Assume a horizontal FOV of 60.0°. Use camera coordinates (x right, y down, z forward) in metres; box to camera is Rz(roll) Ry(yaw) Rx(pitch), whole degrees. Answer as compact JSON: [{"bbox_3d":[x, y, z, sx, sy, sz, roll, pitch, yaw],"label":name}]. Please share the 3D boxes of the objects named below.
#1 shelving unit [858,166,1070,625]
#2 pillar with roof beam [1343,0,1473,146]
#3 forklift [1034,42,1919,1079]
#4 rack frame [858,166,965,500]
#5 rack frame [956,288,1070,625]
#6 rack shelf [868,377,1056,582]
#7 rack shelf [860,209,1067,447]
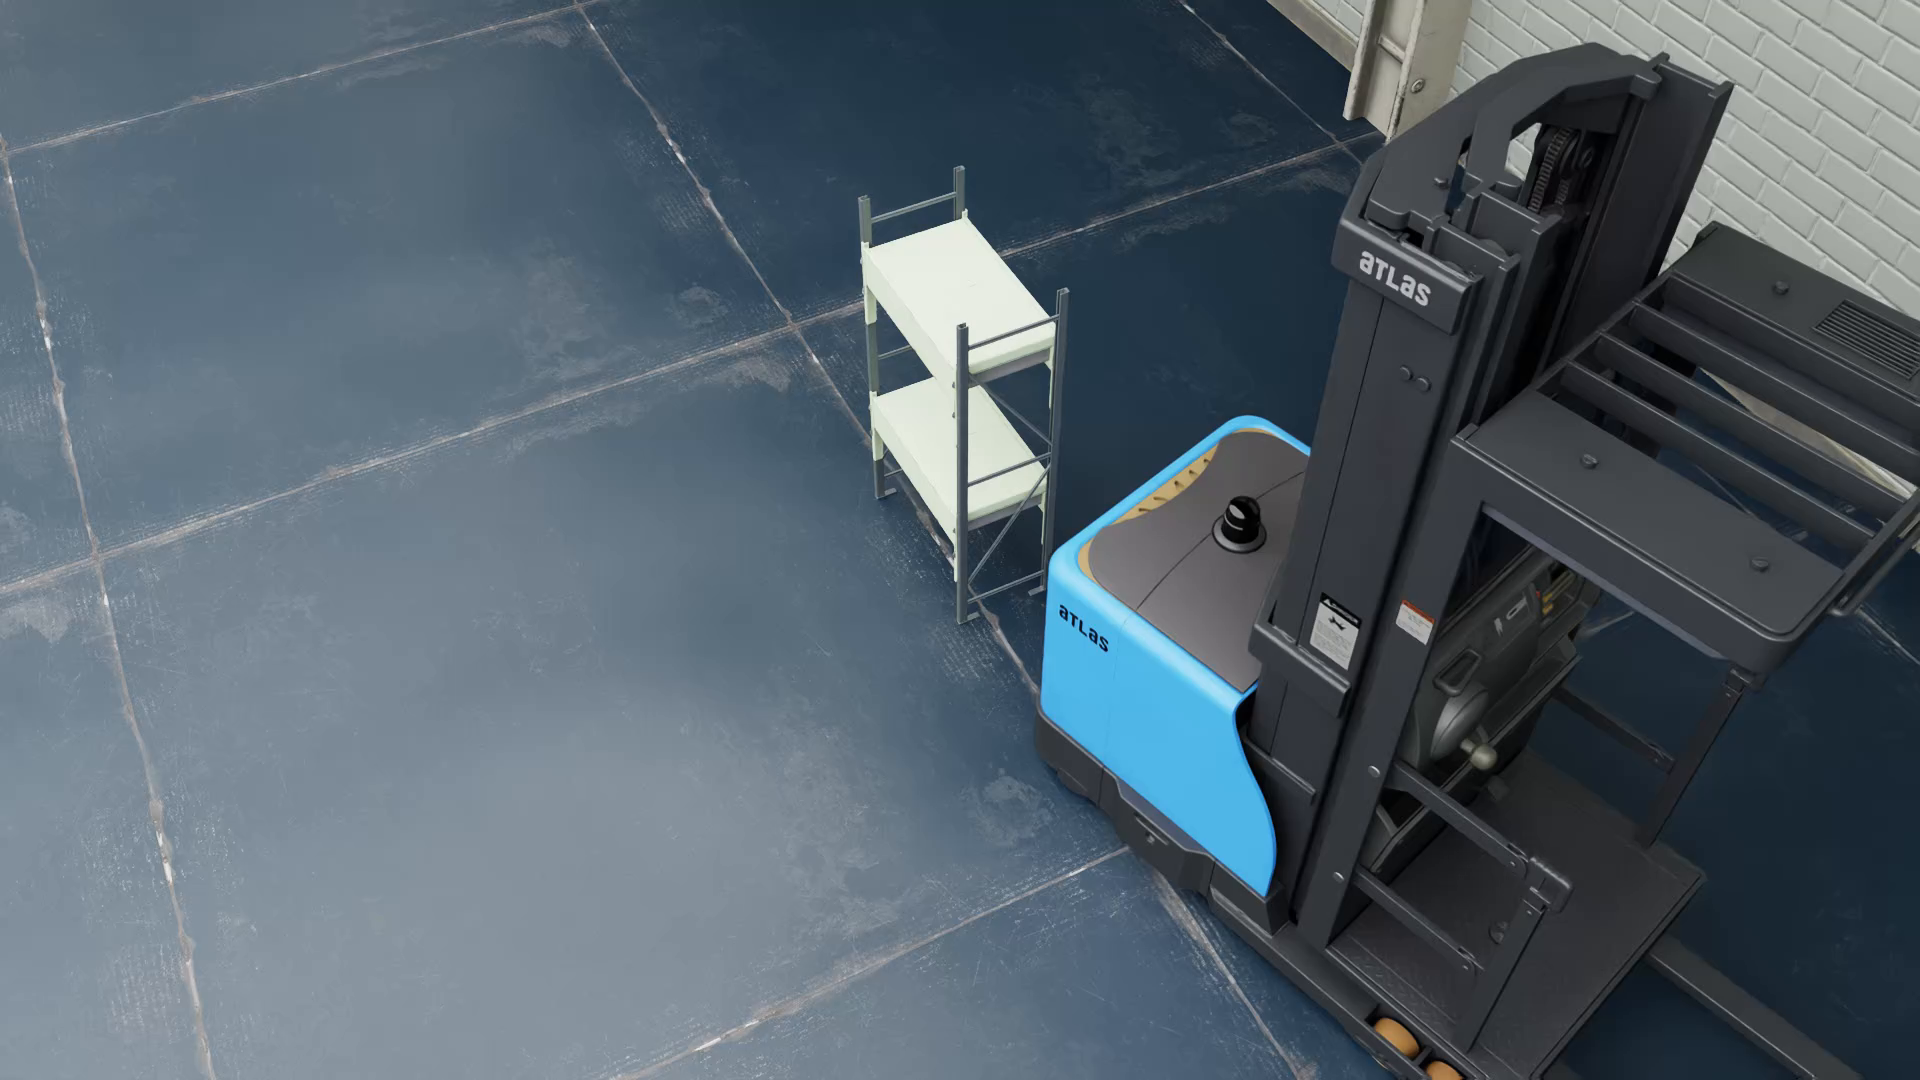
[{"bbox_3d":[0.003,-0.489,6.074,0.431,1.500,0.755,-21,52,-18],"label":"shelving unit"},{"bbox_3d":[-1.635,-3.588,3.803,9.100,9.000,0.400,-21,52,-18],"label":"pillar with roof beam"},{"bbox_3d":[1.642,0.349,4.390,1.130,2.935,3.031,-36,58,-27],"label":"forklift"},{"bbox_3d":[-0.164,-0.734,6.288,0.400,1.500,0.023,-21,52,-18],"label":"rack frame"},{"bbox_3d":[0.171,-0.244,5.860,0.400,1.500,0.023,-21,52,-18],"label":"rack frame"},{"bbox_3d":[0.003,-0.275,6.320,0.431,0.370,0.720,-21,52,-18],"label":"rack shelf"},{"bbox_3d":[0.003,-0.746,5.780,0.431,0.370,0.720,-21,52,-18],"label":"rack shelf"}]
